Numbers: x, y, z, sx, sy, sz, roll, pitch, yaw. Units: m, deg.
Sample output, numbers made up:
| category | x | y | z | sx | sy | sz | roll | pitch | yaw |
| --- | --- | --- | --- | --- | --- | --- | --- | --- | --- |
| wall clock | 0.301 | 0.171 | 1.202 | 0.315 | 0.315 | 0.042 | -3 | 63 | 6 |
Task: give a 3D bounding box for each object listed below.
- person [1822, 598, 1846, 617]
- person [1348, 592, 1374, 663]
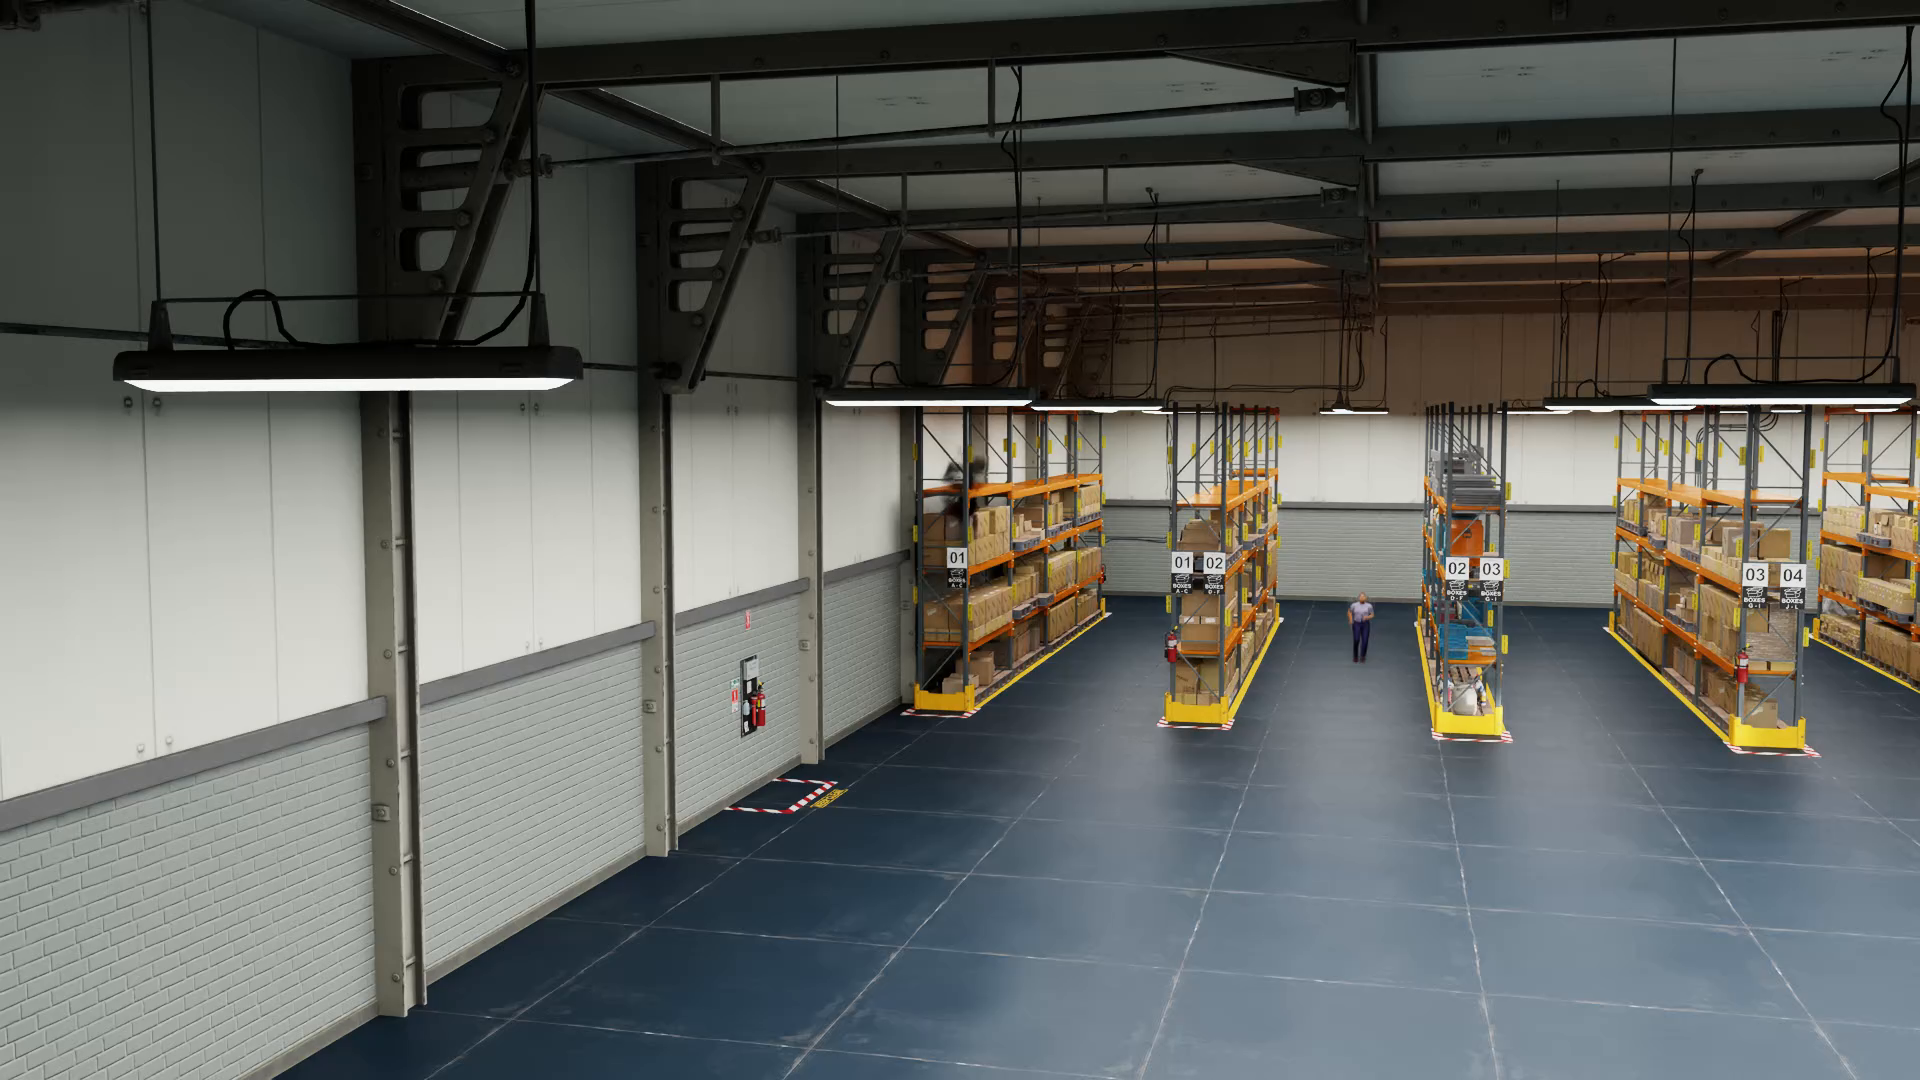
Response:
| category | x | y | z | sx | sy | sz | roll | pitch | yaw |
| --- | --- | --- | --- | --- | --- | --- | --- | --- | --- |
| person | 23.198 | 1.569 | 44.089 | 0.876 | 1.844 | 0.643 | -1 | 4 | -8 |
| person | 9.354 | 2.046 | 38.757 | 0.581 | 1.655 | 0.680 | 1 | 4 | 9 |
